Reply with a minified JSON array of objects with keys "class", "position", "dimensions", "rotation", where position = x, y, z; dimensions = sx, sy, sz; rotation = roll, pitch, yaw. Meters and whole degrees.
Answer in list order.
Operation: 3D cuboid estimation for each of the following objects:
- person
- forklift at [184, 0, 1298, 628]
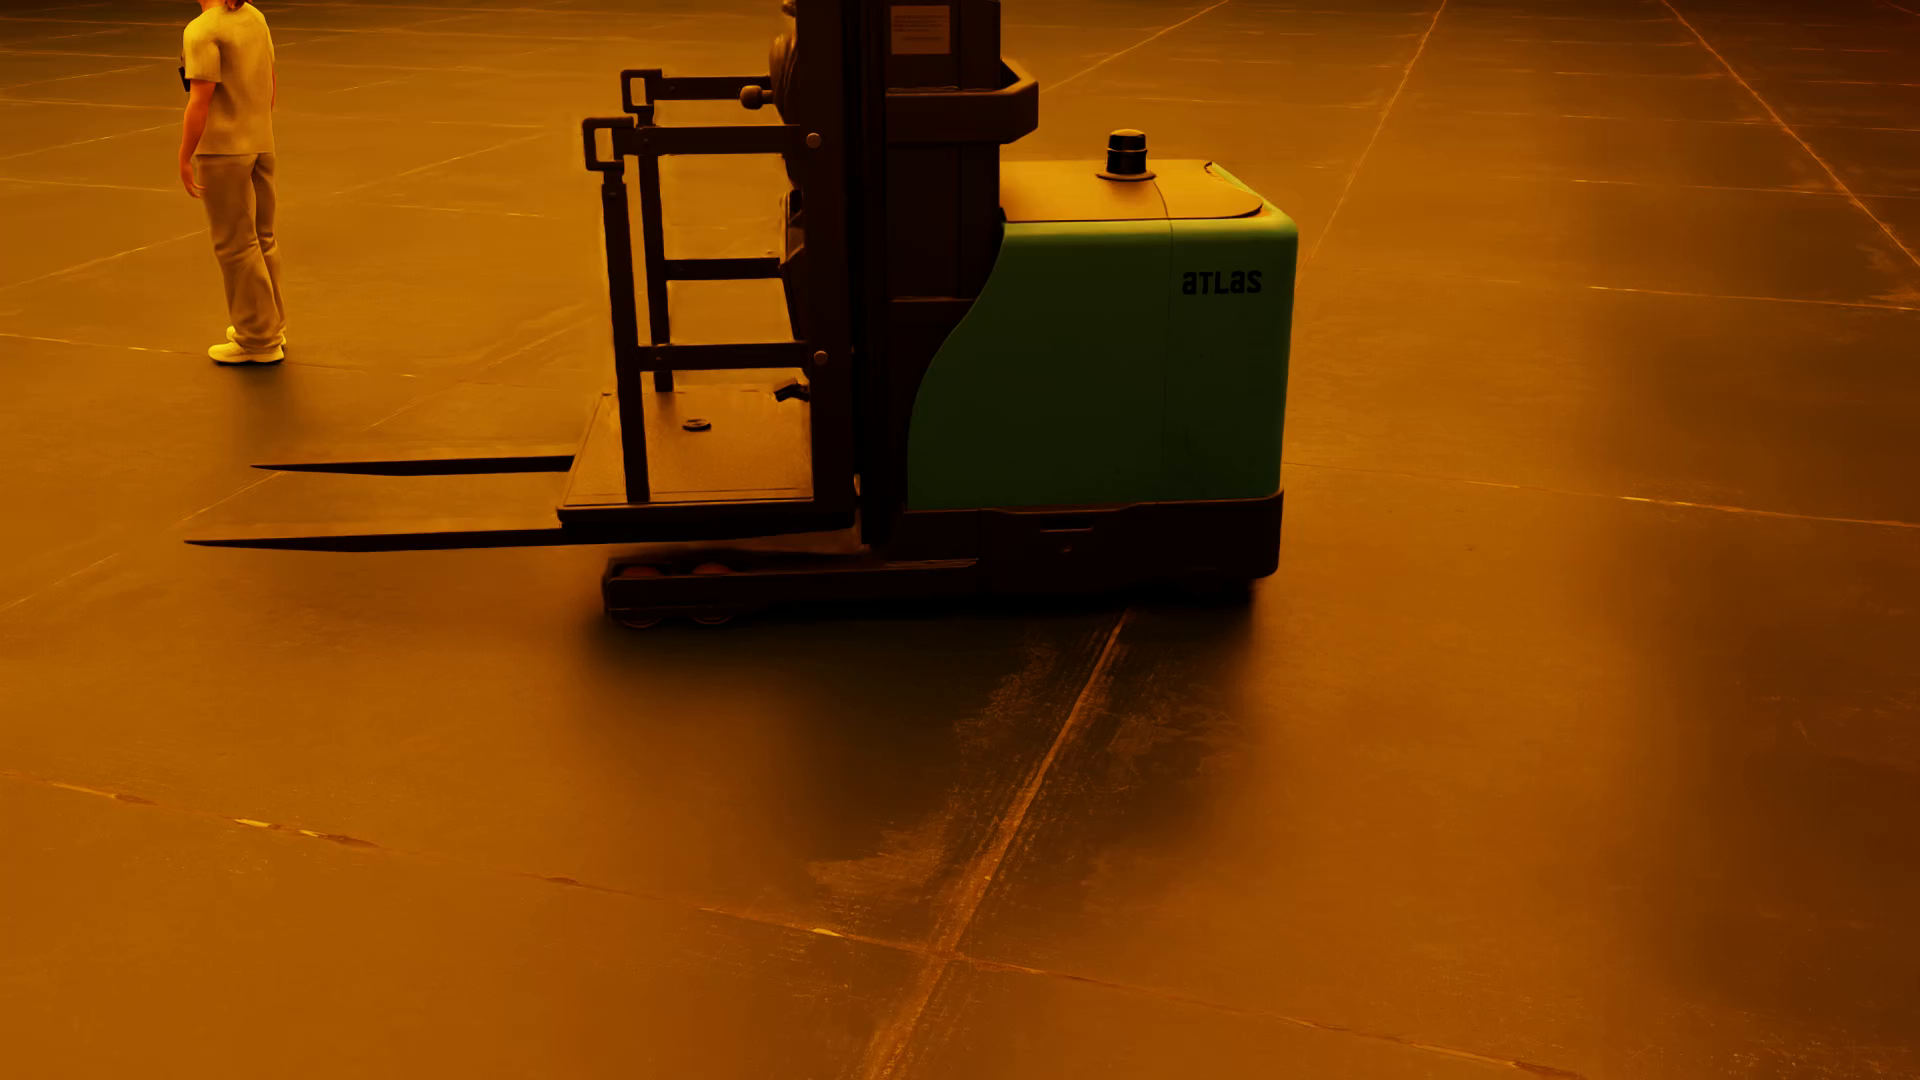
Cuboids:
[{"class":"person","position":[-2.944,-1.528,6.609],"dimensions":[0.549,1.674,0.548],"rotation":[5,23,11]},{"class":"forklift","position":[-0.641,-1.326,4.492],"dimensions":[3.031,2.935,1.130],"rotation":[-2,23,-5]}]
